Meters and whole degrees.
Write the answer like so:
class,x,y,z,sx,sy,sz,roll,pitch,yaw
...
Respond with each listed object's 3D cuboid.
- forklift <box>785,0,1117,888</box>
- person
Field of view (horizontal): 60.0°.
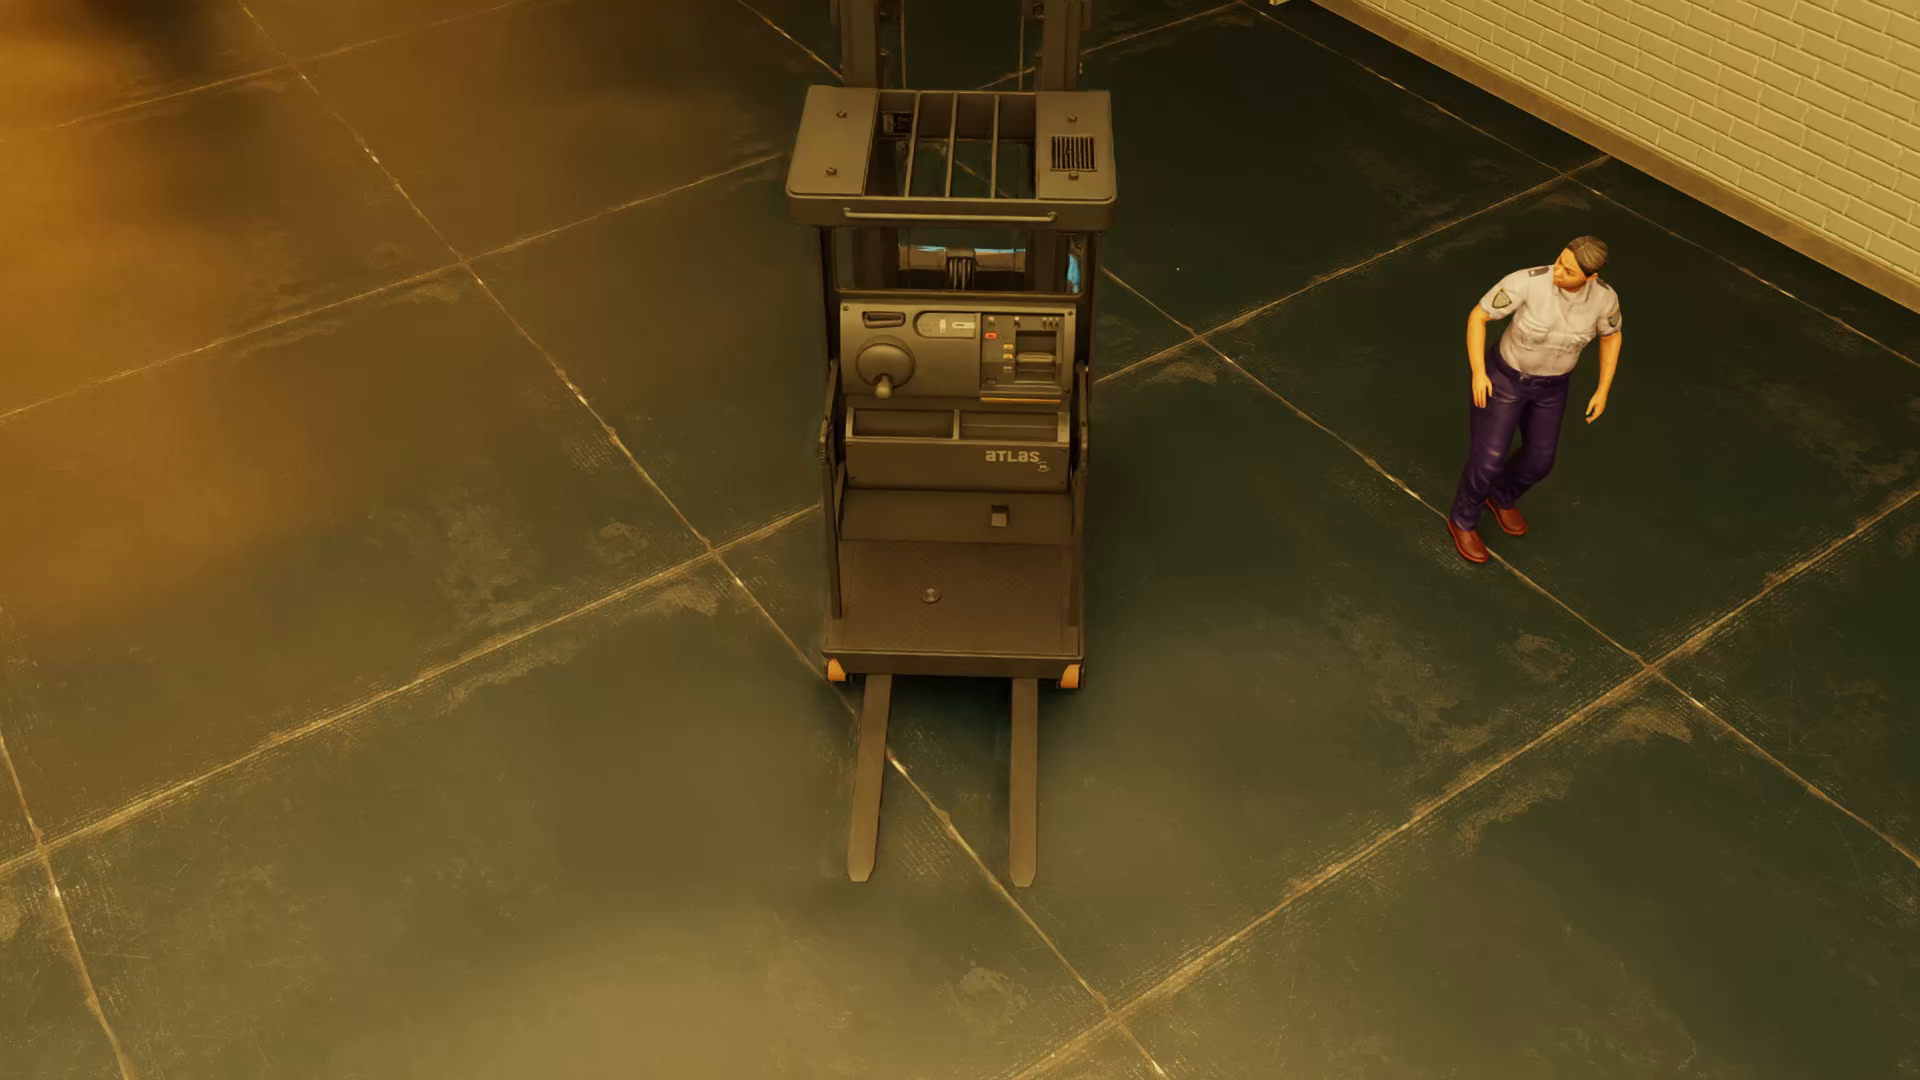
class,x,y,z,sx,sy,sz,roll,pitch,yaw
forklift,-0.015,-0.663,6.435,1.130,2.935,3.031,1,43,2
person,2.573,-0.649,7.394,0.674,1.625,0.478,-5,43,-5
